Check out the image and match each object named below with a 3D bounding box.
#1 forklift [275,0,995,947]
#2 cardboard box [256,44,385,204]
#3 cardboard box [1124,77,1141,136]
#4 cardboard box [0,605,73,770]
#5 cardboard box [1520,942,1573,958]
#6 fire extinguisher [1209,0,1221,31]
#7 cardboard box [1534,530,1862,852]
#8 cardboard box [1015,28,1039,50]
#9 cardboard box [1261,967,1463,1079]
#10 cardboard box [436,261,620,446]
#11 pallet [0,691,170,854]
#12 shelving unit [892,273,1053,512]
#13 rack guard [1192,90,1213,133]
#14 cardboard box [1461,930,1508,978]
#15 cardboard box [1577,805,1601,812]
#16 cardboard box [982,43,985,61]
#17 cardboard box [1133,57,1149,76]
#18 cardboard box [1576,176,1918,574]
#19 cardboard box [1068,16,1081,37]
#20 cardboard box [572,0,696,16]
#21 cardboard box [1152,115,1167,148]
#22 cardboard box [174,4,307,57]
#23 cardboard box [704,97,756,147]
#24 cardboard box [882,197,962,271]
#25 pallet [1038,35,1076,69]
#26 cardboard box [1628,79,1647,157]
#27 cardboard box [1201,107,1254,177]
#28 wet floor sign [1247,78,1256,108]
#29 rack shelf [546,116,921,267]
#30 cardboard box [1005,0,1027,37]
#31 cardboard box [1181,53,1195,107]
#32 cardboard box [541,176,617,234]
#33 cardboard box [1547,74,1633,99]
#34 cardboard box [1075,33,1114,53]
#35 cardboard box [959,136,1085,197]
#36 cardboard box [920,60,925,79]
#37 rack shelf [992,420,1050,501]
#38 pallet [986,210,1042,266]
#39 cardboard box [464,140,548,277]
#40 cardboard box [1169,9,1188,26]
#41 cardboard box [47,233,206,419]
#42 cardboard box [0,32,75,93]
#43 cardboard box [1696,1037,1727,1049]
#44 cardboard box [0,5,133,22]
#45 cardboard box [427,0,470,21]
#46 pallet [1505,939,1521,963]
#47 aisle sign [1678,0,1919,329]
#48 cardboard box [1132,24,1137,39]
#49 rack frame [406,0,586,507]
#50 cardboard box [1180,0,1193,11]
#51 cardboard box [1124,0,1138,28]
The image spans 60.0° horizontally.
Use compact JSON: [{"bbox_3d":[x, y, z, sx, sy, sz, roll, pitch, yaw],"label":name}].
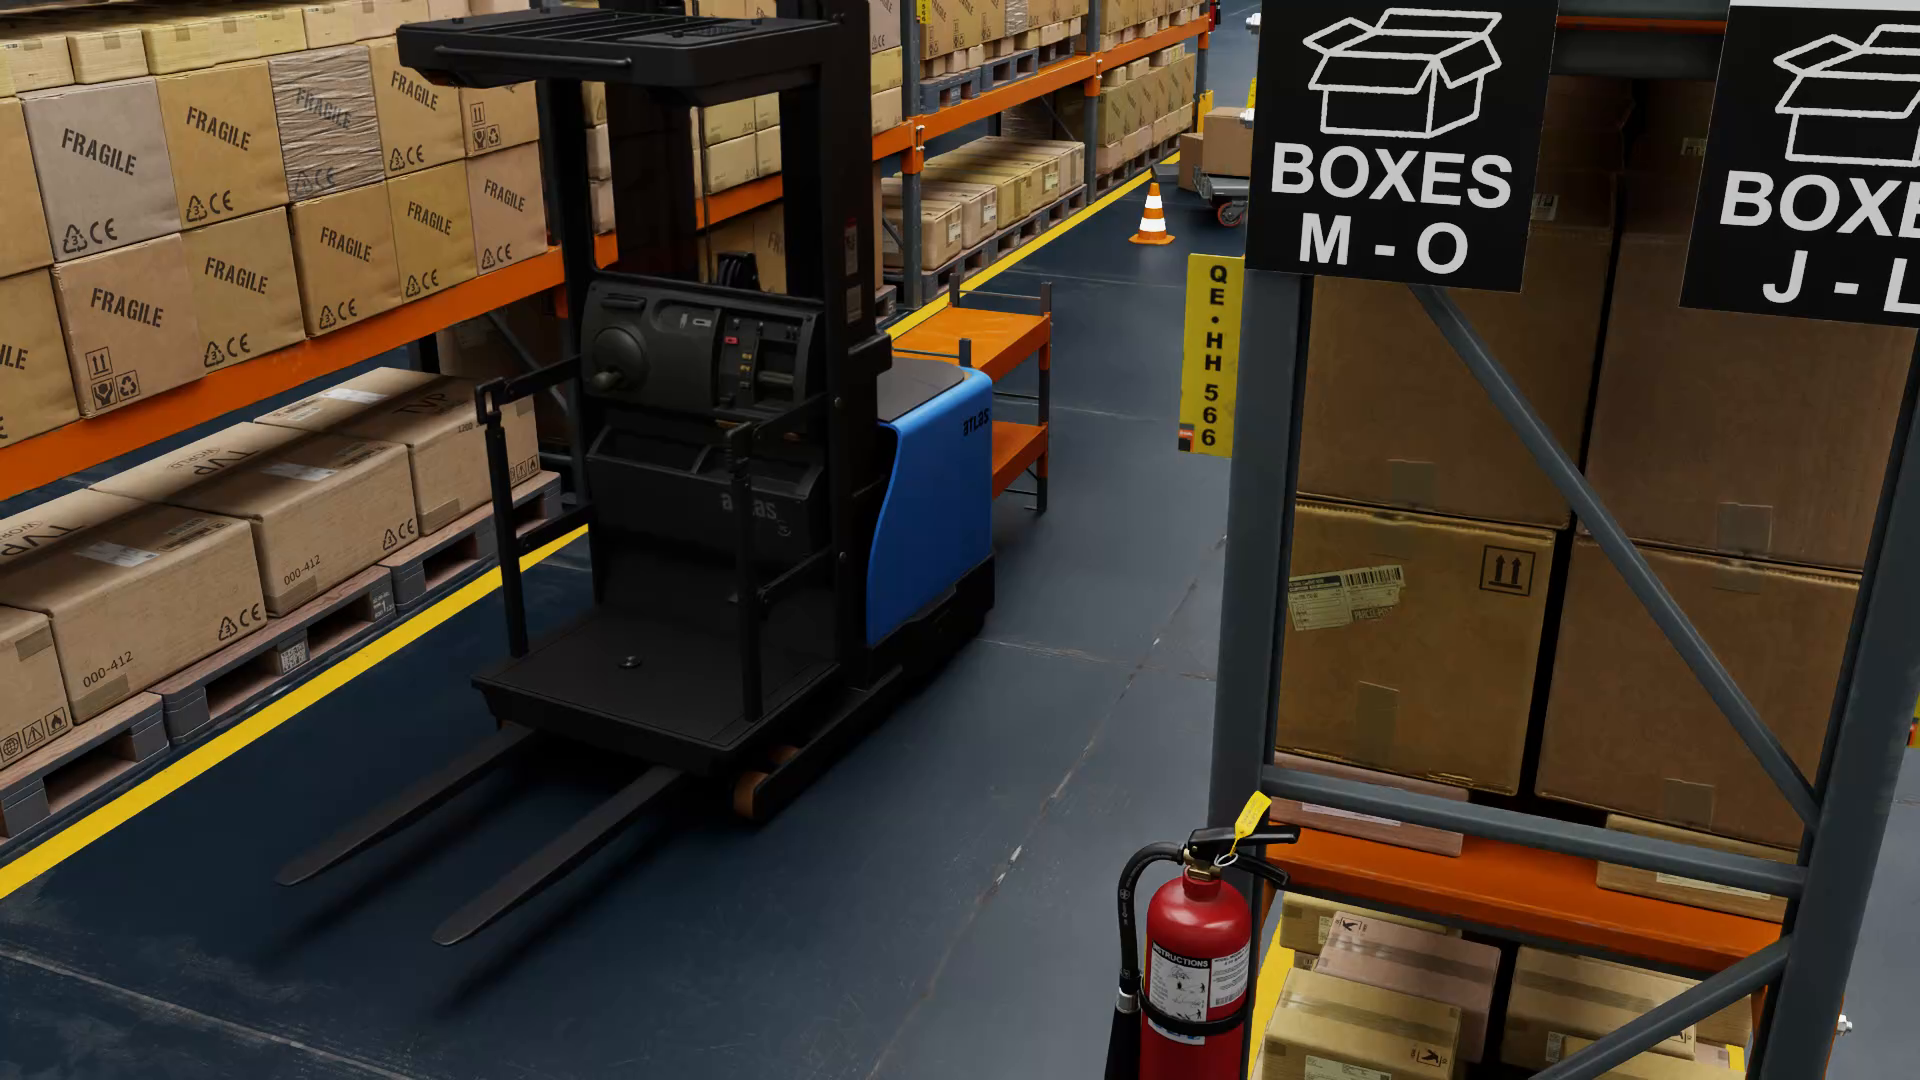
[{"bbox_3d":[-0.987,-0.618,5.426,1.130,2.935,3.031,11,25,25],"label":"forklift"},{"bbox_3d":[-2.532,-1.562,6.170,0.500,0.500,0.500,9,24,21],"label":"cardboard box"},{"bbox_3d":[1.393,-4.126,15.786,0.500,0.500,0.500,10,25,22],"label":"cardboard box"},{"bbox_3d":[-3.570,0.543,5.337,0.875,0.438,0.875,8,24,18],"label":"cardboard box"},{"bbox_3d":[1.507,1.121,3.942,0.380,0.149,0.250,9,24,21],"label":"cardboard box"},{"bbox_3d":[2.691,-5.860,17.987,0.296,0.674,0.183,9,24,20],"label":"fire extinguisher"},{"bbox_3d":[1.334,0.173,2.928,0.500,0.500,0.500,10,25,23],"label":"cardboard box"},{"bbox_3d":[0.408,-3.980,13.168,0.380,0.149,0.250,9,24,20],"label":"cardboard box"},{"bbox_3d":[0.872,1.099,3.609,0.380,0.149,0.250,9,24,21],"label":"cardboard box"},{"bbox_3d":[-2.081,-1.073,8.639,0.875,0.875,0.875,10,25,22],"label":"cardboard box"},{"bbox_3d":[-3.498,0.795,5.574,1.003,0.211,1.213,9,24,20],"label":"pallet"},{"bbox_3d":[-0.002,-0.517,7.527,0.538,1.125,1.048,9,24,20],"label":"shelving unit"},{"bbox_3d":[2.193,-4.740,18.449,1.175,0.500,0.348,9,24,20],"label":"rack guard"},{"bbox_3d":[1.229,0.965,4.317,0.380,0.149,0.250,8,24,19],"label":"cardboard box"},{"bbox_3d":[1.392,0.428,3.161,0.380,0.149,0.250,10,25,22],"label":"cardboard box"},{"bbox_3d":[-0.038,-3.606,12.272,0.380,0.149,0.250,10,25,23],"label":"cardboard box"},{"bbox_3d":[1.593,-4.549,15.957,0.380,0.149,0.250,10,25,23],"label":"cardboard box"},{"bbox_3d":[1.324,-0.290,2.739,0.500,0.500,0.500,9,24,20],"label":"cardboard box"},{"bbox_3d":[0.800,-4.343,14.038,0.380,0.149,0.250,9,24,21],"label":"cardboard box"},{"bbox_3d":[-1.643,-2.436,8.263,0.500,0.500,0.500,9,24,20],"label":"cardboard box"},{"bbox_3d":[1.781,-4.145,16.805,0.500,0.250,0.500,8,24,18],"label":"cardboard box"},{"bbox_3d":[-2.589,-1.829,5.968,0.380,0.149,0.250,8,24,19],"label":"cardboard box"},{"bbox_3d":[-1.432,-2.272,8.844,0.500,0.250,0.500,9,24,21],"label":"cardboard box"},{"bbox_3d":[-0.532,-2.240,12.085,0.950,0.372,0.625,7,24,16],"label":"cardboard box"},{"bbox_3d":[0.316,-4.148,14.037,1.003,0.211,1.213,9,24,20],"label":"pallet"},{"bbox_3d":[2.083,-1.025,4.499,0.500,0.500,0.500,9,24,21],"label":"cardboard box"},{"bbox_3d":[2.399,-3.441,14.357,0.500,0.500,0.500,9,24,20],"label":"cardboard box"},{"bbox_3d":[3.285,-4.749,18.282,0.267,0.644,0.232,19,29,38],"label":"wet floor sign"},{"bbox_3d":[-1.494,-2.010,9.604,1.077,0.370,4.000,9,24,20],"label":"rack shelf"},{"bbox_3d":[0.202,-4.119,12.659,0.500,0.500,0.500,8,24,18],"label":"cardboard box"},{"bbox_3d":[2.165,-4.868,17.561,0.500,0.500,0.500,9,24,20],"label":"cardboard box"},{"bbox_3d":[-1.828,-1.677,8.067,0.500,0.250,0.500,8,24,19],"label":"cardboard box"},{"bbox_3d":[1.417,-0.925,4.260,0.500,0.500,0.500,8,24,18],"label":"cardboard box"},{"bbox_3d":[1.150,-4.440,14.814,0.380,0.149,0.250,9,24,20],"label":"cardboard box"},{"bbox_3d":[0.542,-3.282,14.581,0.950,0.372,0.625,9,24,21],"label":"cardboard box"},{"bbox_3d":[-0.457,-3.225,11.361,0.380,0.149,0.250,7,24,17],"label":"cardboard box"},{"bbox_3d":[-0.002,-0.291,7.622,0.538,0.278,1.000,9,24,20],"label":"rack shelf"},{"bbox_3d":[-0.004,-2.486,13.427,1.003,0.211,1.213,9,24,20],"label":"pallet"},{"bbox_3d":[-2.172,-1.470,7.247,0.500,0.500,0.500,9,24,21],"label":"cardboard box"},{"bbox_3d":[2.107,-5.349,16.989,0.380,0.149,0.250,9,24,21],"label":"cardboard box"},{"bbox_3d":[-2.910,-0.736,5.491,0.500,0.500,0.500,9,24,20],"label":"cardboard box"},{"bbox_3d":[-2.970,-1.468,5.104,0.380,0.149,0.250,9,24,21],"label":"cardboard box"},{"bbox_3d":[1.707,1.187,4.171,0.380,0.149,0.250,9,24,21],"label":"cardboard box"},{"bbox_3d":[-3.178,-1.815,5.935,0.380,0.149,0.250,9,24,20],"label":"cardboard box"},{"bbox_3d":[-2.254,-2.199,6.853,0.380,0.149,0.250,9,24,21],"label":"cardboard box"},{"bbox_3d":[1.729,1.016,5.043,1.003,0.211,1.213,9,24,20],"label":"pallet"},{"bbox_3d":[1.162,-0.653,2.048,0.394,0.787,0.004,9,24,20],"label":"aisle sign"},{"bbox_3d":[1.460,-4.821,15.725,0.380,0.149,0.250,9,24,20],"label":"cardboard box"},{"bbox_3d":[-2.237,-1.626,7.752,1.000,3.000,0.127,9,24,20],"label":"rack frame"},{"bbox_3d":[2.085,-5.692,16.969,0.500,0.500,0.500,9,24,20],"label":"cardboard box"},{"bbox_3d":[1.322,-4.973,15.248,0.500,0.500,0.500,9,24,20],"label":"cardboard box"}]
